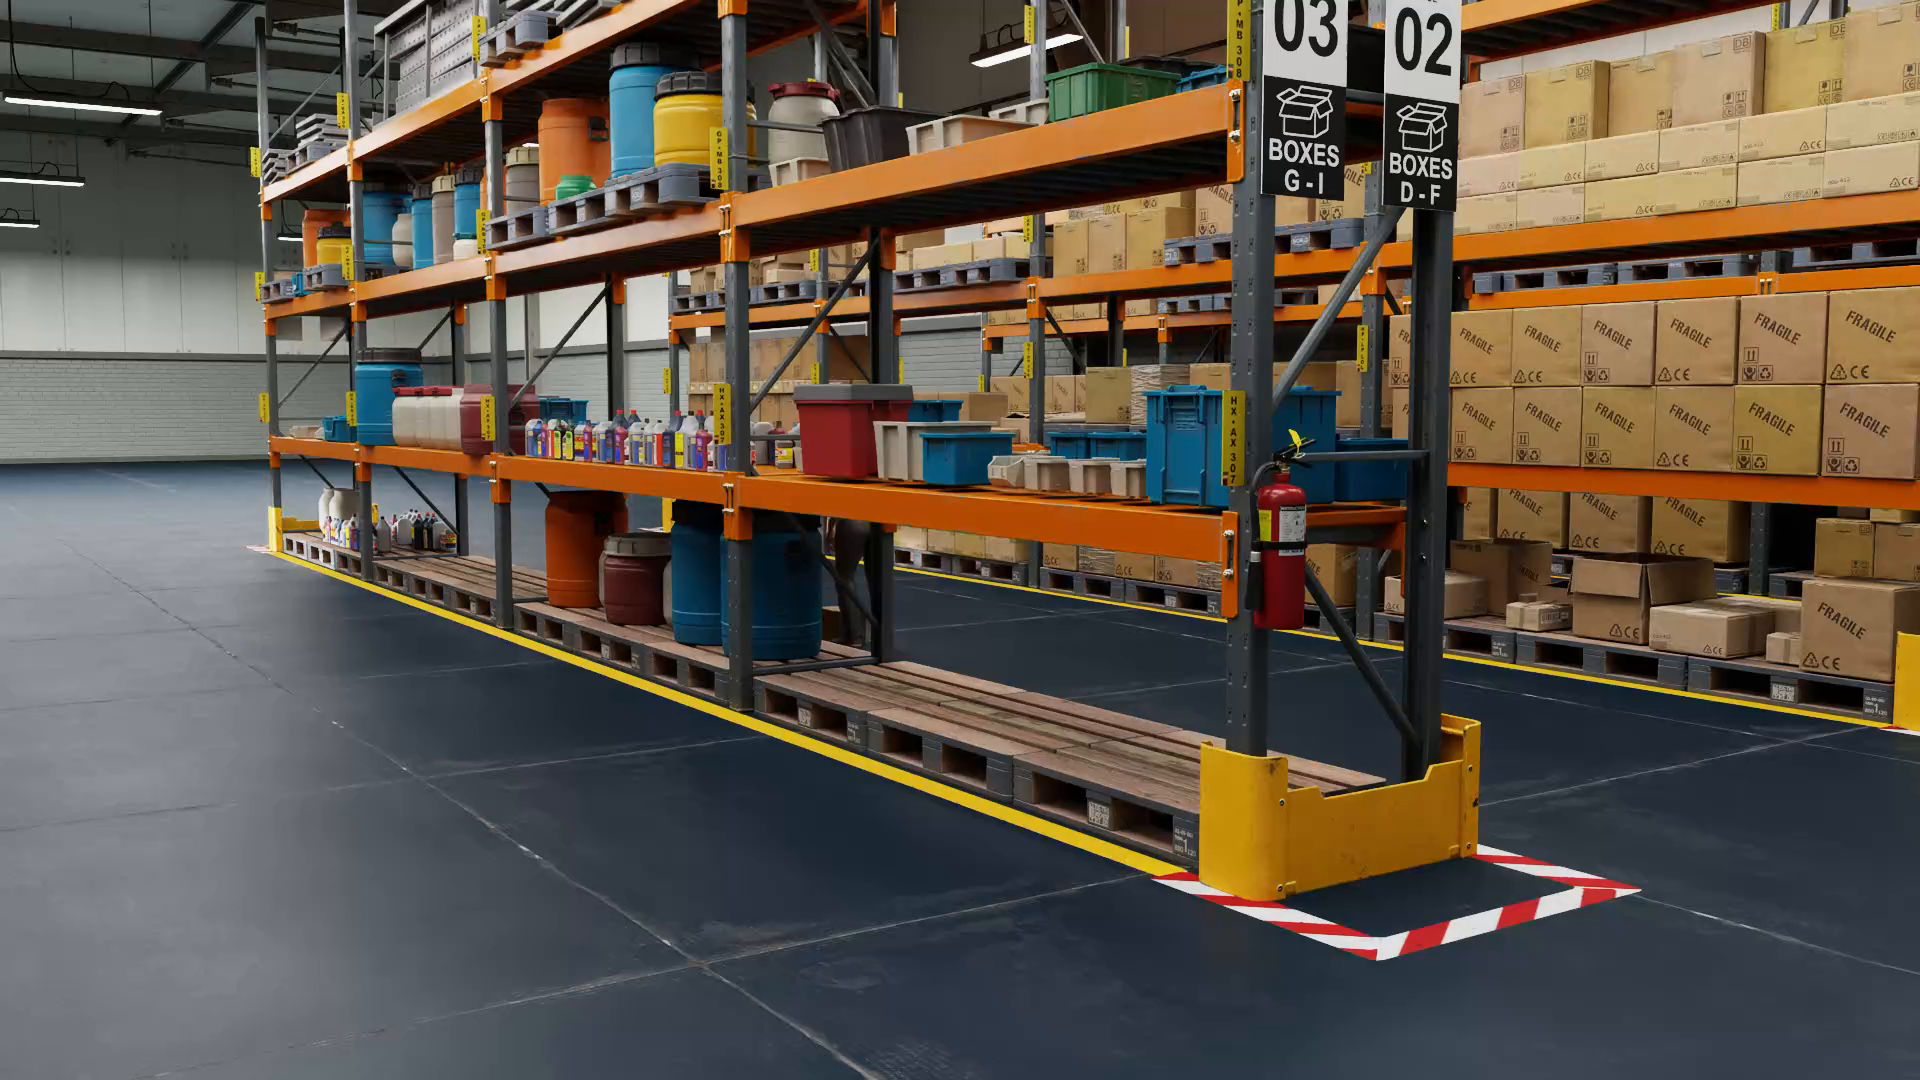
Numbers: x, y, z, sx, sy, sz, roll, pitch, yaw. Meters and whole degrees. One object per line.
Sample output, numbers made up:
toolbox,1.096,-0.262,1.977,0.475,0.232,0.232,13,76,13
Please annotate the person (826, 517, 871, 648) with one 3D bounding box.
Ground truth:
person,-0.691,-0.079,11.548,0.533,1.656,0.346,-4,6,-37
